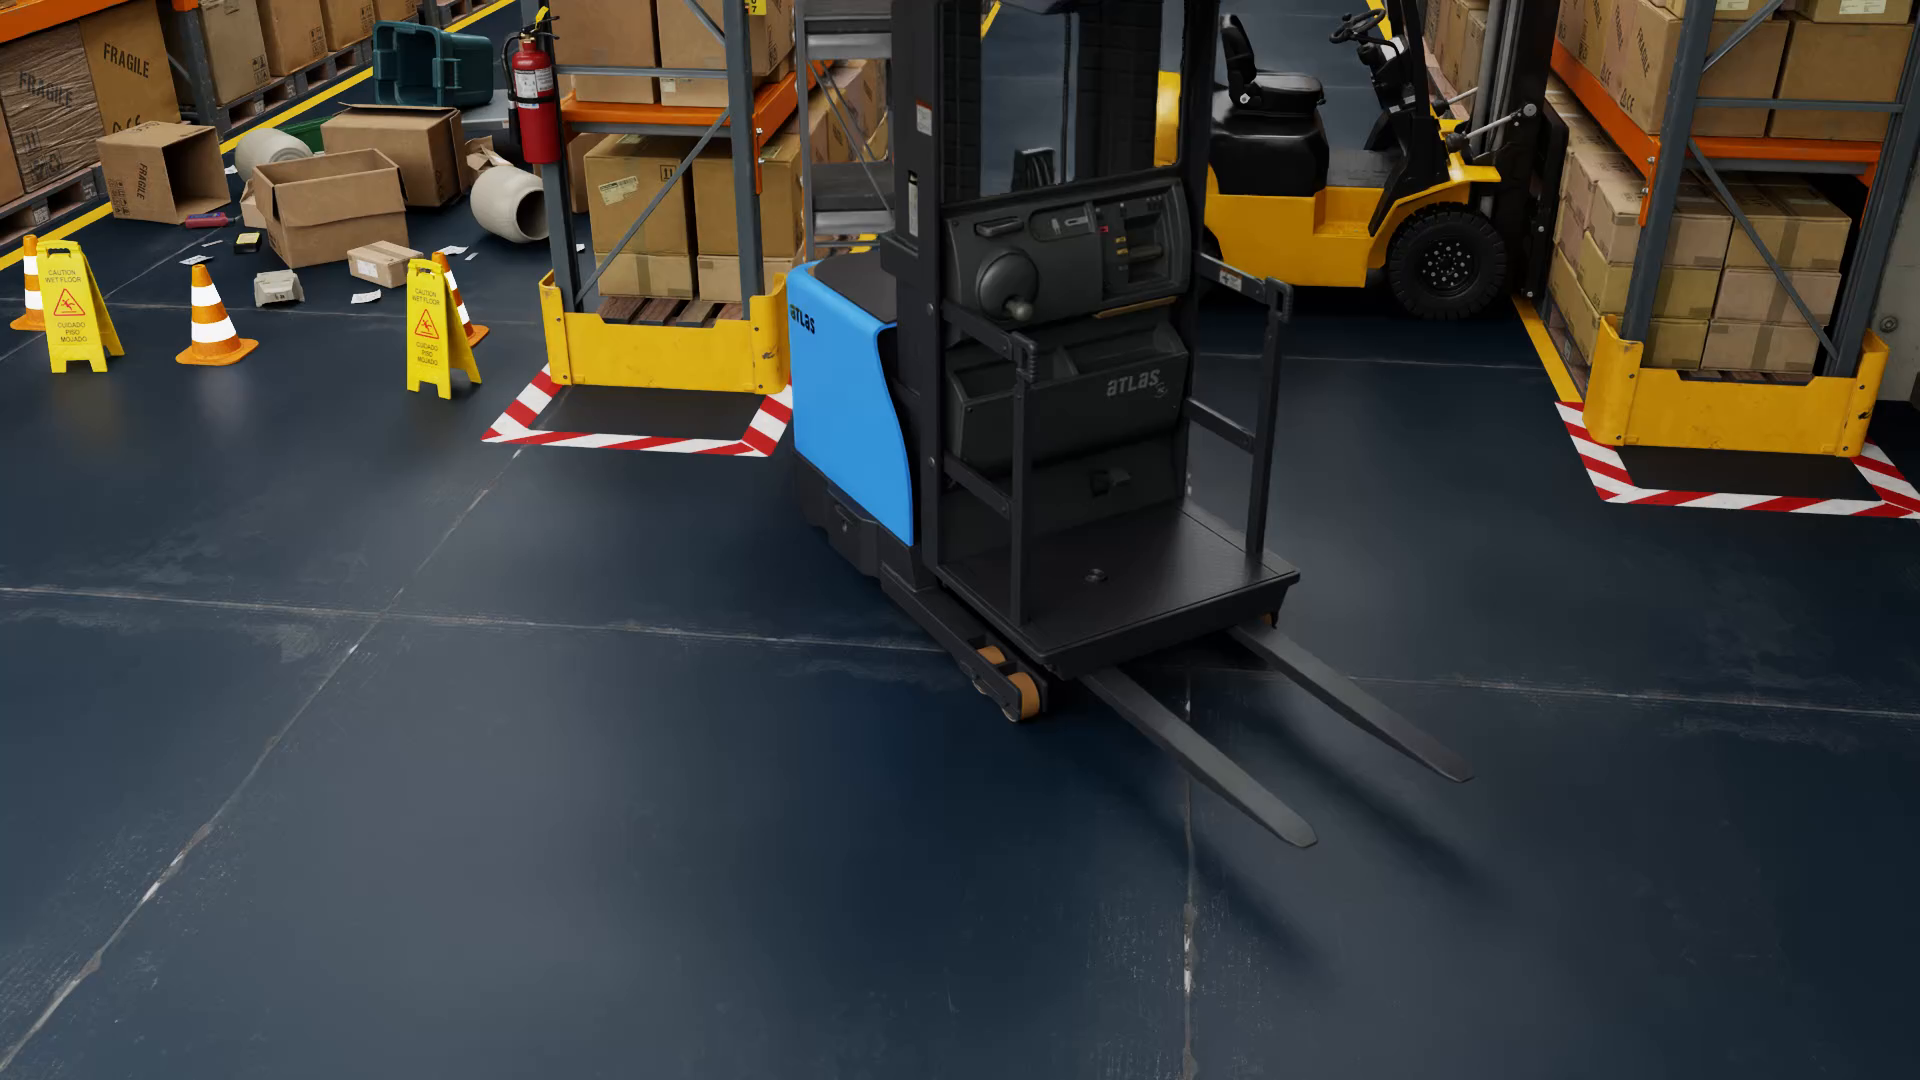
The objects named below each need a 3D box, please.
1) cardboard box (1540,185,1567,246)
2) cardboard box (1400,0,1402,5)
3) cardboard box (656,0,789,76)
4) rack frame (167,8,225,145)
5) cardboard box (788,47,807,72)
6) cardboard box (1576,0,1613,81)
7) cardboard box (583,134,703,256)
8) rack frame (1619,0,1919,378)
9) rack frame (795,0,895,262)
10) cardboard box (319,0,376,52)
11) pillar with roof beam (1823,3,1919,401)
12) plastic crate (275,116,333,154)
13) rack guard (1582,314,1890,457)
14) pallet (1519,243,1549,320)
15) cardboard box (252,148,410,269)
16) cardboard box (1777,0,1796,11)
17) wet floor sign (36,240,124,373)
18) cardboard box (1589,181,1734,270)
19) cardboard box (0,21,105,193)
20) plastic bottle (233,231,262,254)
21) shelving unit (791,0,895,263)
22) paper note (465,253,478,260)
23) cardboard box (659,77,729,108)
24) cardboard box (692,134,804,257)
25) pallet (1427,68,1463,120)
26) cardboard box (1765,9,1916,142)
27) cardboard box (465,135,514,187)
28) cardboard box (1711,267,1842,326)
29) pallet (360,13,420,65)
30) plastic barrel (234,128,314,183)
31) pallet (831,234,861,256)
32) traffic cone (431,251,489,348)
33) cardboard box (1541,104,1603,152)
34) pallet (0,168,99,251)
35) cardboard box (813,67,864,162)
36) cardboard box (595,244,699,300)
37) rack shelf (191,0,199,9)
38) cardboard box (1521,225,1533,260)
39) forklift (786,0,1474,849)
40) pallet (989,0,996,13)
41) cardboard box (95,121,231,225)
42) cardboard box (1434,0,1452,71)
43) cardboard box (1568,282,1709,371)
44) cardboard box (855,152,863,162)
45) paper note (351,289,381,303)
[{"bbox_3d":[3.353,-1.735,8.737,0.500,0.250,0.500,3,28,5],"label":"cardboard box"},{"bbox_3d":[4.441,-5.357,15.723,0.500,0.500,0.500,5,29,8],"label":"cardboard box"},{"bbox_3d":[-1.104,-2.482,7.776,0.500,0.500,0.500,3,28,5],"label":"cardboard box"},{"bbox_3d":[-5.873,-4.223,11.427,1.000,3.000,0.127,3,28,6],"label":"rack frame"},{"bbox_3d":[-0.984,-2.494,8.482,0.380,0.149,0.250,4,29,7],"label":"cardboard box"},{"bbox_3d":[3.424,-2.590,8.289,0.500,0.500,0.500,3,28,5],"label":"cardboard box"},{"bbox_3d":[-1.598,-1.797,8.589,0.500,0.500,0.500,4,29,7],"label":"cardboard box"},{"bbox_3d":[3.489,-1.814,6.954,1.000,3.000,0.127,3,28,6],"label":"rack frame"},{"bbox_3d":[-0.427,-1.200,6.763,0.400,2.100,0.015,-3,28,-5],"label":"rack frame"},{"bbox_3d":[-5.650,-4.608,14.069,1.050,0.750,0.750,4,29,7],"label":"cardboard box"},{"bbox_3d":[0.196,-4.980,6.507,9.100,9.000,0.400,3,28,6],"label":"pillar with roof beam"},{"bbox_3d":[-4.594,-2.853,11.787,0.450,0.188,0.662,9,28,37],"label":"plastic crate"},{"bbox_3d":[3.486,-0.702,7.526,1.175,0.500,0.348,3,28,6],"label":"rack guard"},{"bbox_3d":[3.693,-1.521,9.351,1.003,0.211,1.213,3,28,6],"label":"pallet"},{"bbox_3d":[-3.735,-1.975,9.886,0.797,0.503,0.637,-17,33,-29],"label":"cardboard box"},{"bbox_3d":[3.755,-2.408,7.267,0.380,0.149,0.250,3,28,6],"label":"cardboard box"},{"bbox_3d":[-4.401,-1.175,8.251,0.267,0.644,0.232,-1,28,-3],"label":"wet floor sign"},{"bbox_3d":[3.236,-1.463,7.705,0.500,0.250,0.500,4,29,8],"label":"cardboard box"},{"bbox_3d":[-6.126,-2.756,10.501,0.875,0.875,0.875,4,29,7],"label":"cardboard box"},{"bbox_3d":[-4.290,-1.802,10.031,0.133,0.061,0.283,-6,29,-11],"label":"plastic bottle"},{"bbox_3d":[-0.450,-1.315,6.977,0.431,2.100,0.503,-3,28,-5],"label":"shelving unit"},{"bbox_3d":[-2.897,-1.682,9.862,0.032,0.001,0.123,3,28,6],"label":"paper note"},{"bbox_3d":[-1.191,-2.138,7.820,0.380,0.149,0.250,3,29,6],"label":"cardboard box"},{"bbox_3d":[-1.062,-1.780,8.557,0.500,0.500,0.500,2,28,4],"label":"cardboard box"},{"bbox_3d":[4.178,-3.394,12.827,1.003,0.211,1.213,3,28,6],"label":"pallet"},{"bbox_3d":[3.825,-2.075,7.333,0.500,0.500,0.500,4,29,8],"label":"cardboard box"},{"bbox_3d":[-3.177,-2.521,11.149,0.258,0.266,0.396,-17,33,-29],"label":"cardboard box"},{"bbox_3d":[3.753,-1.217,7.776,0.500,0.250,0.500,4,29,7],"label":"cardboard box"},{"bbox_3d":[-5.554,-4.512,14.902,1.003,0.211,1.213,3,28,6],"label":"pallet"},{"bbox_3d":[-4.489,-2.466,10.881,0.421,0.421,0.512,-24,36,-37],"label":"plastic barrel"},{"bbox_3d":[-1.142,-1.862,9.983,1.003,0.211,1.213,3,28,6],"label":"pallet"},{"bbox_3d":[-2.665,-1.261,8.603,0.336,0.463,0.334,3,28,6],"label":"traffic cone"},{"bbox_3d":[3.414,-2.180,9.036,0.500,0.250,0.500,3,28,5],"label":"cardboard box"},{"bbox_3d":[-6.190,-2.066,10.363,1.003,0.211,1.213,3,28,6],"label":"pallet"},{"bbox_3d":[-0.876,-2.514,9.919,0.500,0.500,0.500,5,29,9],"label":"cardboard box"},{"bbox_3d":[-1.603,-1.482,8.795,0.500,0.250,0.500,3,28,6],"label":"cardboard box"},{"bbox_3d":[-5.628,-4.848,13.345,1.077,0.370,4.000,3,28,6],"label":"rack shelf"},{"bbox_3d":[3.415,-1.742,9.277,0.500,0.250,0.500,4,29,8],"label":"cardboard box"},{"bbox_3d":[0.486,-0.928,5.382,1.130,2.935,3.031,-16,32,-26],"label":"forklift"},{"bbox_3d":[-0.134,-5.578,16.881,1.003,0.211,1.213,3,28,6],"label":"pallet"},{"bbox_3d":[-5.044,-2.334,10.552,0.500,0.500,0.500,8,29,15],"label":"cardboard box"},{"bbox_3d":[4.307,-4.118,13.292,0.875,0.625,0.625,4,29,8],"label":"cardboard box"},{"bbox_3d":[3.233,-1.028,7.951,0.500,0.250,0.500,4,29,7],"label":"cardboard box"},{"bbox_3d":[-0.875,-2.173,10.078,0.500,0.250,0.500,4,29,7],"label":"cardboard box"},{"bbox_3d":[-3.297,-1.354,9.231,0.148,0.019,0.142,-6,29,-11],"label":"paper note"}]
